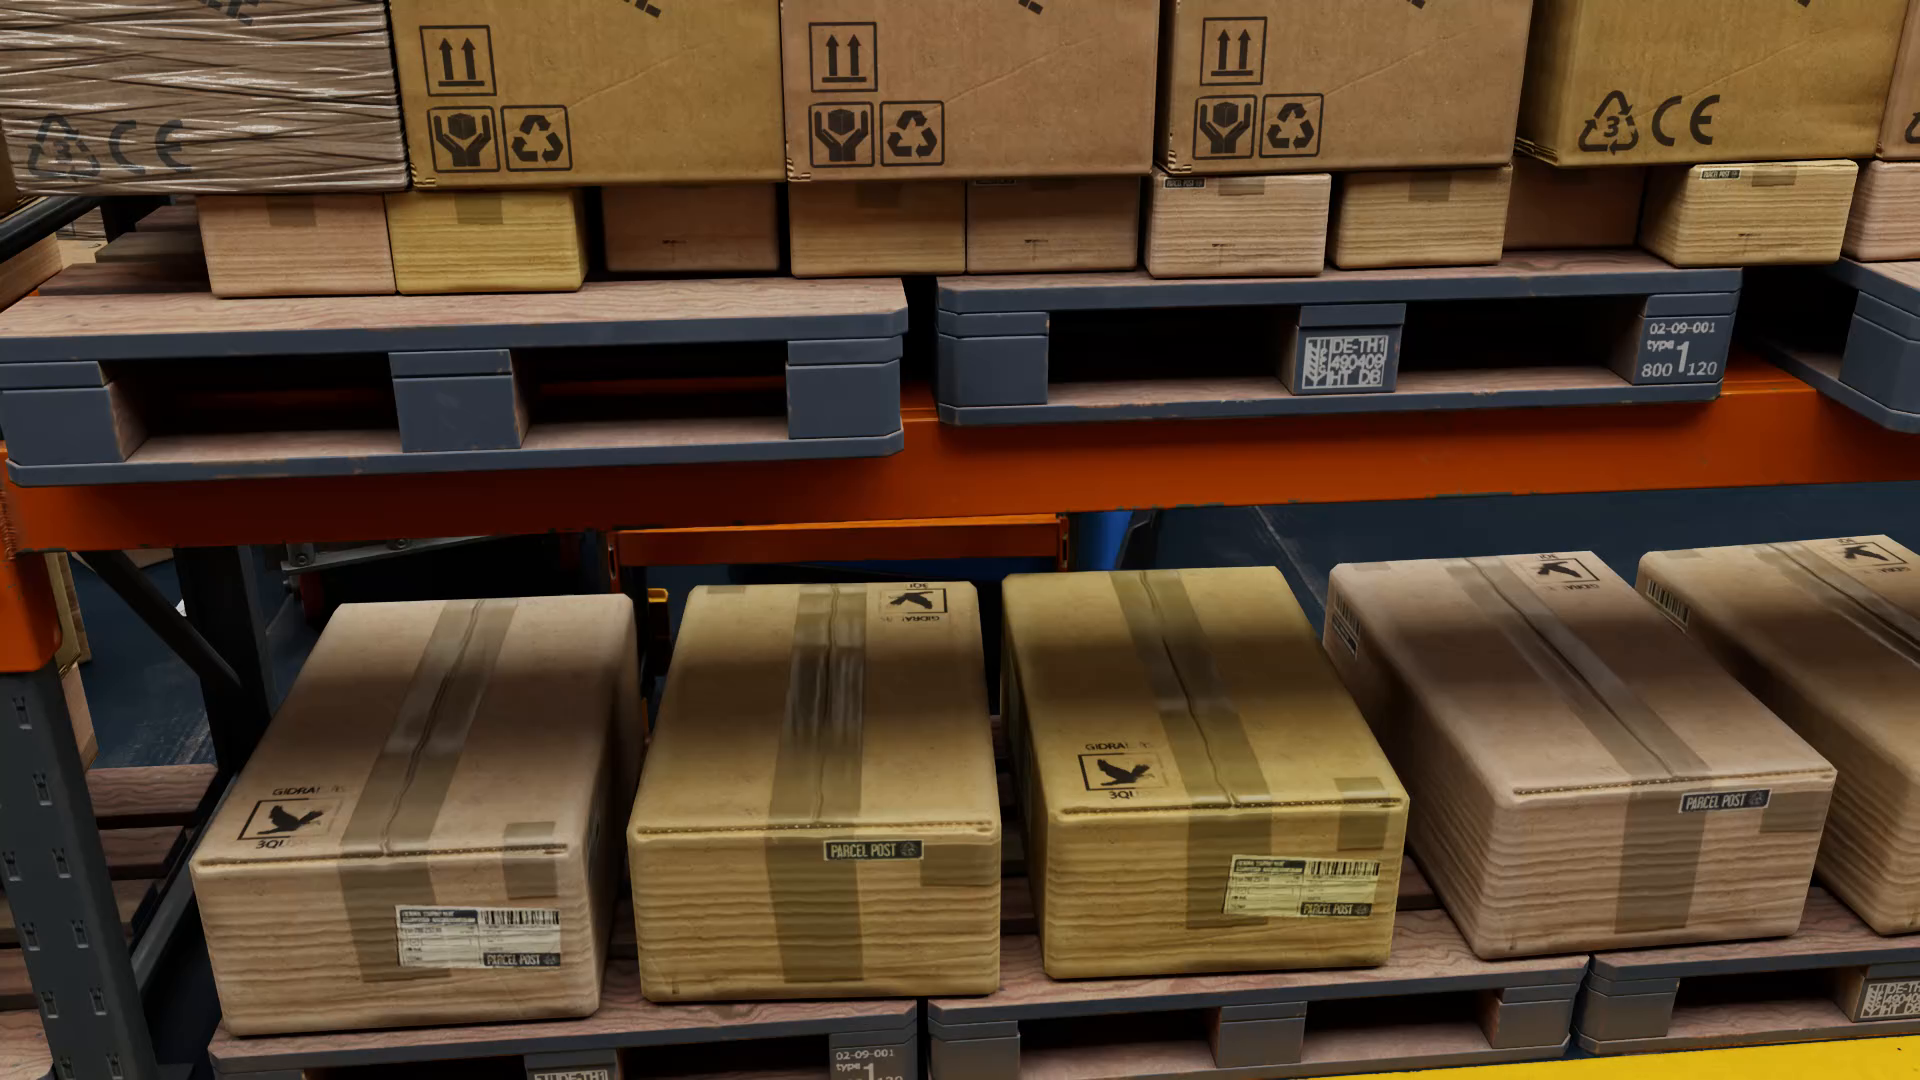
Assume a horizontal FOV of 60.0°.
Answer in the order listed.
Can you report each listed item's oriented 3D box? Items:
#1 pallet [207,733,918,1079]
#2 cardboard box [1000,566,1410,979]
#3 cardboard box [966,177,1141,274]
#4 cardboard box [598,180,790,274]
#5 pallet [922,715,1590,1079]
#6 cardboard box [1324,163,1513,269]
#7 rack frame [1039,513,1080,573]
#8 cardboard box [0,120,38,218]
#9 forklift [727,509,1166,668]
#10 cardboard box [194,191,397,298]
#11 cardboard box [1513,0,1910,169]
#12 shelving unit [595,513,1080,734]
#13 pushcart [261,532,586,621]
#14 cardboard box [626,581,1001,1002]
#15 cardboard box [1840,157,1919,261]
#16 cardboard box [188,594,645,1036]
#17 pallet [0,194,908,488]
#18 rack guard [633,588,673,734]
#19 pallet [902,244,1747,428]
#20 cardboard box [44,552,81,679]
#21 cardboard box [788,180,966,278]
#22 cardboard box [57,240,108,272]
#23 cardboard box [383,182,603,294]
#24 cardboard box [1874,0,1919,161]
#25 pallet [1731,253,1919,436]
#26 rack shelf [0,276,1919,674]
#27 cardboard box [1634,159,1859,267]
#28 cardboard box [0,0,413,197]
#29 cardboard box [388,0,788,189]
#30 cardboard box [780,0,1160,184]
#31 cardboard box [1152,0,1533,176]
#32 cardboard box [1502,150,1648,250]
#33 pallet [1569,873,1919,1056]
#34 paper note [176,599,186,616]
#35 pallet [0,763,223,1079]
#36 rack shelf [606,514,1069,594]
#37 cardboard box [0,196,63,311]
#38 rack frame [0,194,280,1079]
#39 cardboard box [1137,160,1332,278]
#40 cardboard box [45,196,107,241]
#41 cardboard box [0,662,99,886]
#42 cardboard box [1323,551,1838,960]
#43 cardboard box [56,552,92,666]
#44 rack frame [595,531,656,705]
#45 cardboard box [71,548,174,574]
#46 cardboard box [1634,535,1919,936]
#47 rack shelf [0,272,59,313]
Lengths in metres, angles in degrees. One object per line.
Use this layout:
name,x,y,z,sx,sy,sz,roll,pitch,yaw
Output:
pallet,-0.721,0.735,3.335,1.213,0.211,1.003,-2,24,-5
cardboard box,0.433,0.421,3.327,0.625,0.372,0.950,-2,24,-3
cardboard box,0.115,-0.530,2.541,0.250,0.149,0.380,-2,24,-5
cardboard box,-0.391,-0.527,2.535,0.250,0.149,0.380,-1,24,-2
pallet,0.496,0.685,3.448,1.213,0.211,1.003,-2,24,-5
cardboard box,0.647,-0.542,2.568,0.250,0.149,0.380,-3,24,-7
rack frame,0.231,-0.233,3.820,0.032,1.500,0.500,-1,25,-3
cardboard box,-1.961,-0.784,2.831,0.500,0.500,0.500,-2,24,-5
forklift,0.195,-1.562,5.156,1.130,2.935,3.031,5,24,11
cardboard box,-0.915,-0.479,2.426,0.250,0.149,0.380,-2,24,-4
cardboard box,1.044,-0.864,2.495,0.500,0.500,0.500,-4,24,-9
shelving unit,-0.268,-0.221,3.791,1.083,1.500,0.587,-1,25,-3
pushcart,-1.770,-0.228,5.299,0.936,0.377,1.648,-11,26,-23
cardboard box,-0.259,0.450,3.263,0.625,0.372,0.950,-1,24,-2
cardboard box,1.424,-0.561,2.611,0.250,0.149,0.380,-3,24,-8
cardboard box,-0.974,0.480,3.196,0.625,0.372,0.950,-2,24,-4
pallet,-0.721,-0.391,2.673,1.213,0.211,1.003,-2,24,-5
rack guard,-0.766,0.359,4.022,0.087,0.250,0.587,-1,25,-3
pallet,0.519,-0.484,2.881,1.213,0.211,1.003,-2,24,-5
cardboard box,-2.110,0.129,3.211,0.500,0.500,0.500,-1,24,-3
cardboard box,-0.131,-0.521,2.520,0.250,0.149,0.380,-2,24,-4
cardboard box,-3.527,-0.886,6.625,0.500,0.500,0.500,2,24,4
cardboard box,-0.665,-0.485,2.440,0.250,0.149,0.380,-2,24,-4
cardboard box,1.546,-0.885,2.541,0.500,0.500,0.500,-3,24,-6
pallet,1.786,-0.508,2.935,1.003,0.211,1.213,-2,24,-5
rack shelf,0.494,-0.258,3.023,4.000,0.370,1.077,-2,24,-5
cardboard box,1.152,-0.544,2.573,0.250,0.149,0.380,-2,24,-4
cardboard box,-1.001,-0.783,2.313,0.500,0.500,0.500,-2,24,-4
cardboard box,-0.503,-0.804,2.359,0.500,0.500,0.500,-2,24,-5
cardboard box,-0.009,-0.818,2.391,0.500,0.500,0.500,-2,24,-5
cardboard box,0.501,-0.843,2.446,0.500,0.500,0.500,-3,24,-7
cardboard box,0.889,-0.585,2.665,0.250,0.149,0.380,-2,24,-5
pallet,1.707,0.638,3.555,1.213,0.211,1.003,-2,24,-5
paper note,-2.191,0.181,4.805,0.142,0.019,0.148,-2,24,-5
pallet,-2.161,0.808,3.172,1.213,0.211,1.003,-2,24,-5
rack shelf,-0.277,-0.057,3.865,1.000,0.185,0.538,-1,25,-3
cardboard box,-1.841,-0.509,3.012,0.250,0.149,0.380,-2,24,-5
rack frame,-1.496,-0.507,2.698,0.127,3.000,1.000,-2,24,-5
cardboard box,0.385,-0.519,2.518,0.250,0.149,0.380,-1,24,-3
cardboard box,-3.612,-1.690,7.459,0.875,0.875,0.875,-2,24,-5
cardboard box,-2.110,0.472,3.363,0.500,0.250,0.500,-3,24,-8
cardboard box,1.188,0.393,3.390,0.625,0.372,0.950,-3,24,-6
cardboard box,-2.696,0.127,4.346,0.500,0.500,0.500,16,28,31
rack frame,-0.784,-0.208,3.761,0.032,1.500,0.500,-1,25,-3
cardboard box,-2.518,-0.093,5.132,0.258,0.266,0.396,22,32,40
cardboard box,1.921,0.361,3.464,0.625,0.372,0.950,-4,24,-9
rack shelf,-3.486,-0.099,2.664,4.000,0.370,1.077,-2,24,-5
